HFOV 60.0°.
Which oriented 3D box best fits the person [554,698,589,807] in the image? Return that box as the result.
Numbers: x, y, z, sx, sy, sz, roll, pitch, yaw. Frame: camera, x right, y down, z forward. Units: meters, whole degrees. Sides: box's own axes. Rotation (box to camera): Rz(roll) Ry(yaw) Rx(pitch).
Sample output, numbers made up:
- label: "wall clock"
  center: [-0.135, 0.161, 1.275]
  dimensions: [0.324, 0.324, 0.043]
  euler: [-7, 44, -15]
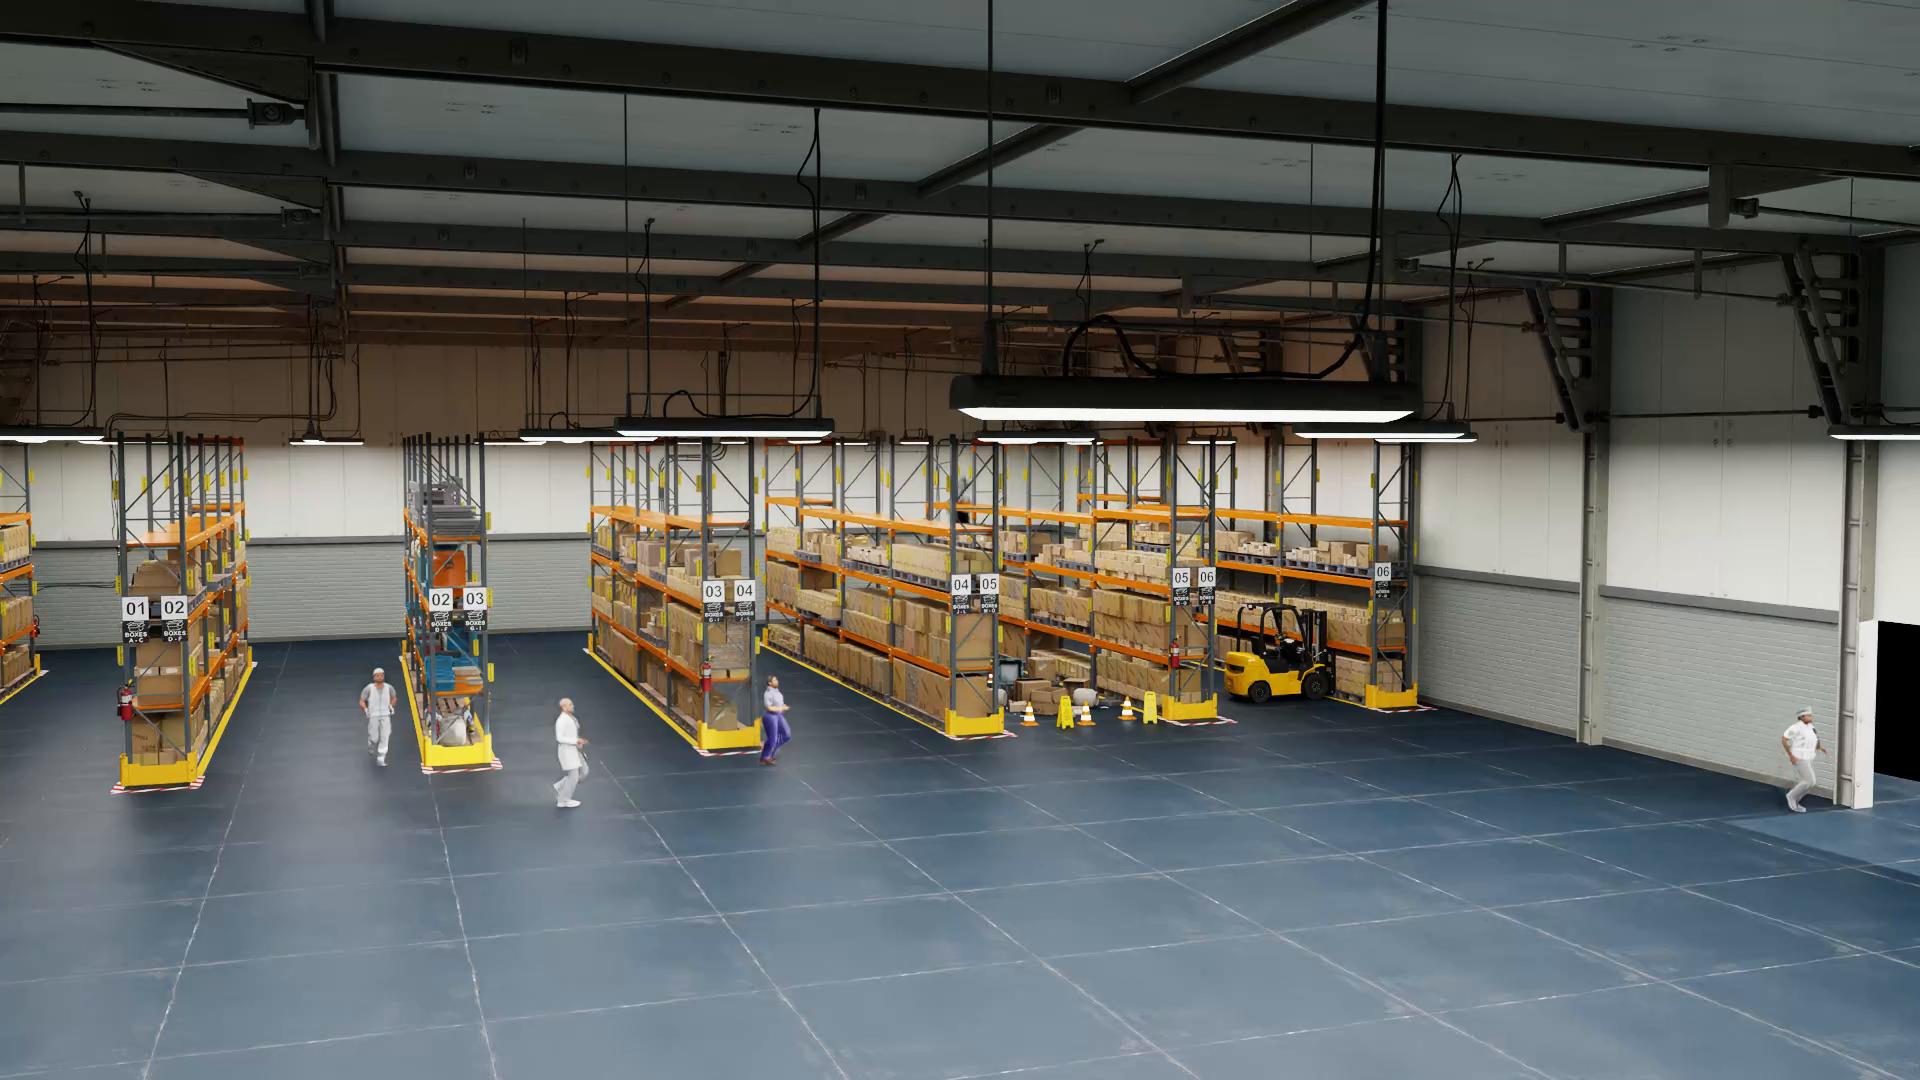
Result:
- label: "person"
  center: [-6.179, 3.379, 26.478]
  dimensions: [0.649, 1.730, 0.702]
  euler: [0, 3, 4]

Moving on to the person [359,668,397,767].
- label: "person"
  center: [-10.483, 3.188, 30.044]
  dimensions: [0.654, 1.742, 0.736]
  euler: [-2, 4, -30]

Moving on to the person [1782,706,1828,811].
- label: "person"
  center: [13.282, 3.441, 26.091]
  dimensions: [0.591, 1.664, 0.574]
  euler: [-2, 4, -34]

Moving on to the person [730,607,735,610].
- label: "person"
  center: [-6.214, 2.299, 45.864]
  dimensions: [0.632, 1.748, 0.600]
  euler: [-1, 3, -11]

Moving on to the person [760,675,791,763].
- label: "person"
  center: [-3.344, 3.239, 30.098]
  dimensions: [0.596, 1.607, 0.603]
  euler: [1, 3, 19]
